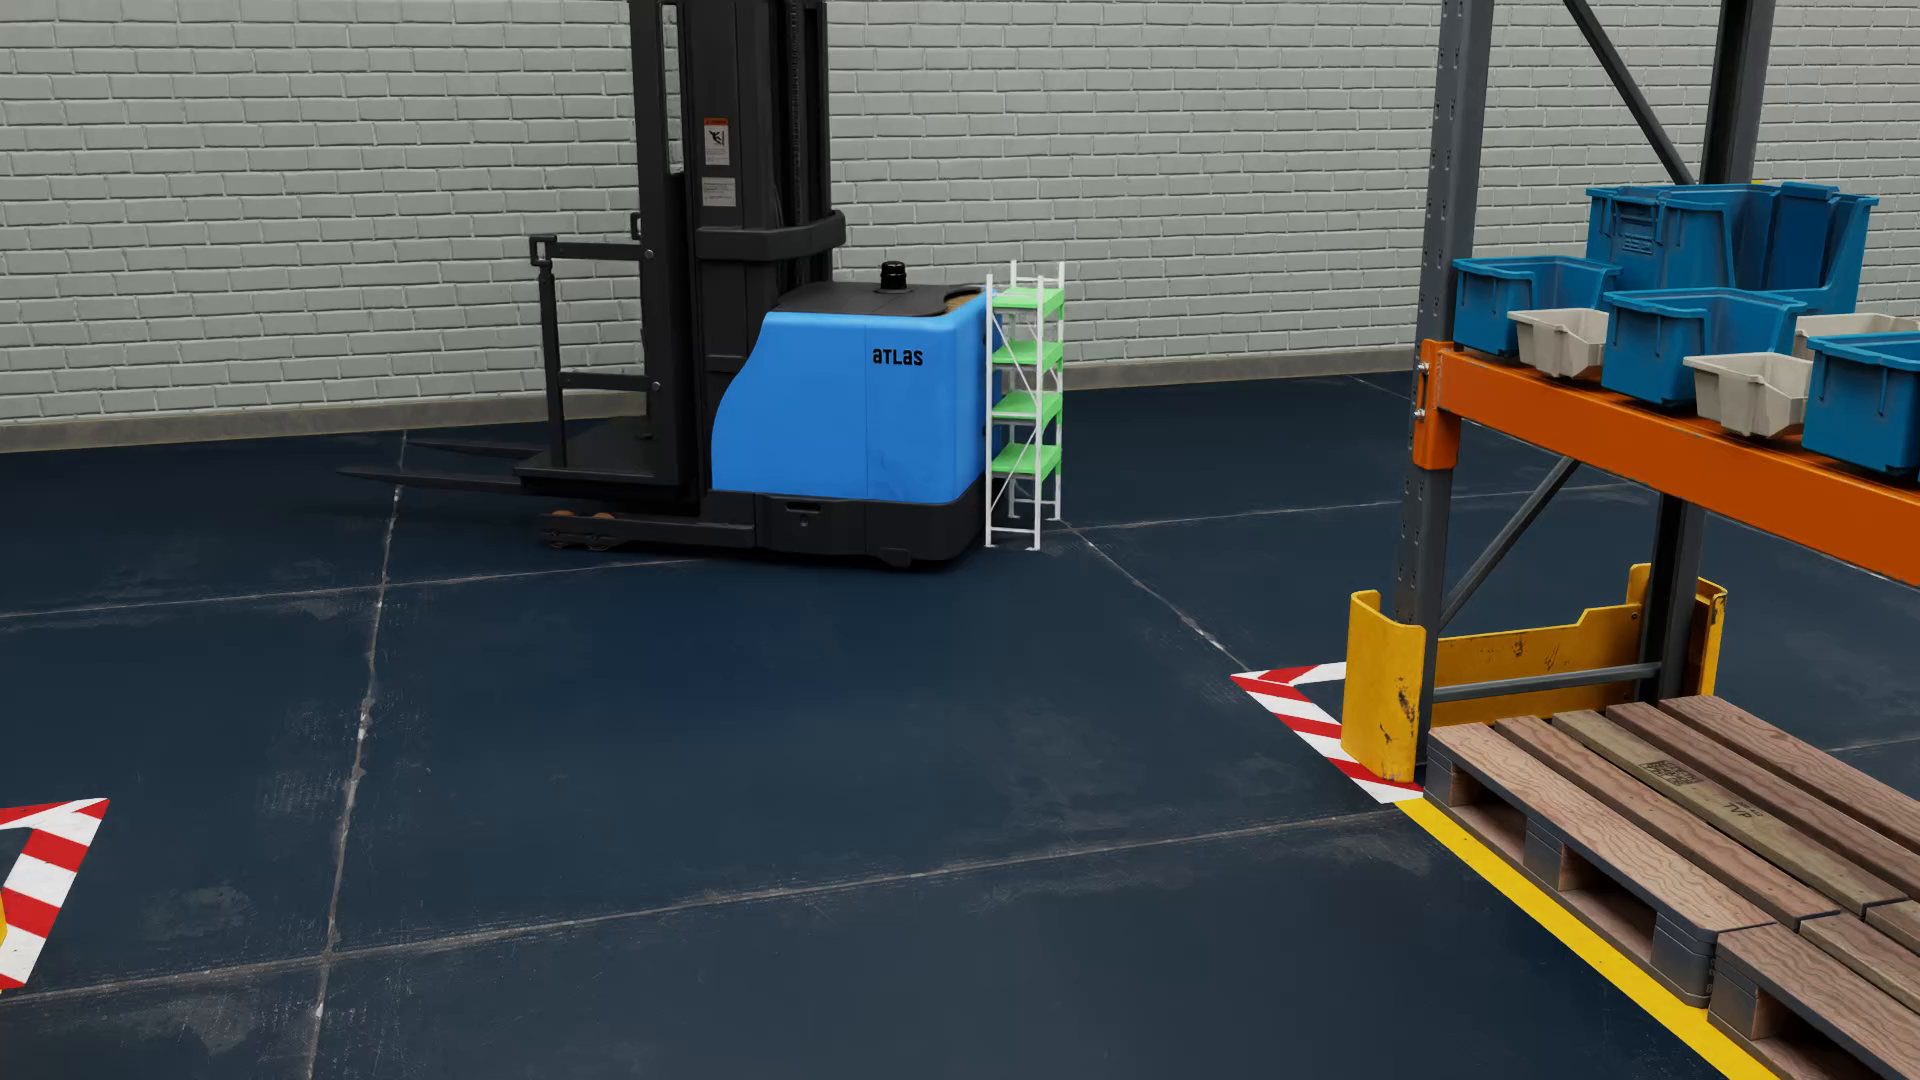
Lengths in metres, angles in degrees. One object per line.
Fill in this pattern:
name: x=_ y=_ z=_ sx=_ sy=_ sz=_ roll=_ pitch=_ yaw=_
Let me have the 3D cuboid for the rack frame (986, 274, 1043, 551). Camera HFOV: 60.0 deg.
rack frame: x=0.231 y=-0.538 z=7.157 sx=0.240 sy=1.200 sz=0.015 roll=4 pitch=17 yaw=13

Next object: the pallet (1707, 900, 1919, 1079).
pallet: x=2.341 y=1.117 z=3.367 sx=1.003 sy=0.211 sz=1.213 roll=-5 pitch=17 yaw=-15

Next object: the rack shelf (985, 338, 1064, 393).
rack shelf: x=0.289 y=-0.775 z=7.333 sx=0.258 sy=0.148 sz=0.480 roll=4 pitch=17 yaw=13

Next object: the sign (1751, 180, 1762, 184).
sign: x=2.344 y=-0.913 z=4.993 sx=0.100 sy=0.325 sz=0.005 roll=-5 pitch=17 yaw=-15

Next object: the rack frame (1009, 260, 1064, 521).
rack frame: x=0.347 y=-0.674 z=7.611 sx=0.240 sy=1.200 sz=0.015 roll=4 pitch=17 yaw=13

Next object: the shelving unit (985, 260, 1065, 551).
shelving unit: x=0.289 y=-0.606 z=7.384 sx=0.258 sy=1.200 sz=0.503 roll=4 pitch=17 yaw=13

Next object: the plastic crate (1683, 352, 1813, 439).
plastic crate: x=1.766 y=-0.312 z=3.630 sx=0.250 sy=0.136 sz=0.298 roll=-5 pitch=17 yaw=-15

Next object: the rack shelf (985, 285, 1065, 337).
rack shelf: x=0.289 y=-1.005 z=7.264 sx=0.258 sy=0.148 sz=0.480 roll=4 pitch=17 yaw=13

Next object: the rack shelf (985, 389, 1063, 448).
rack shelf: x=0.289 y=-0.545 z=7.402 sx=0.258 sy=0.148 sz=0.480 roll=4 pitch=17 yaw=13

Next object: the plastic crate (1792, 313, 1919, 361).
plastic crate: x=2.218 y=-0.478 z=4.183 sx=0.396 sy=0.136 sz=0.243 roll=-5 pitch=17 yaw=-15

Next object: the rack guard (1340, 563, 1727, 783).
rack guard: x=1.801 y=0.405 z=5.235 sx=1.175 sy=0.500 sz=0.348 roll=-5 pitch=17 yaw=-15

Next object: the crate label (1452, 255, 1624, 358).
crate label: x=1.571 y=-0.641 z=4.558 sx=0.416 sy=0.233 sz=0.303 roll=-5 pitch=17 yaw=-15

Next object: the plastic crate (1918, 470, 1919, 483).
plastic crate: x=2.015 y=-0.194 z=3.069 sx=0.416 sy=0.233 sz=0.300 roll=-5 pitch=17 yaw=-15

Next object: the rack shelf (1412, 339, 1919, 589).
rack shelf: x=2.369 y=0.111 z=3.119 sx=1.077 sy=0.370 sz=4.000 roll=-5 pitch=17 yaw=-15

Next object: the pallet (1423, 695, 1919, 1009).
pallet: x=2.009 y=0.780 z=4.488 sx=1.003 sy=0.211 sz=1.213 roll=-5 pitch=17 yaw=-15

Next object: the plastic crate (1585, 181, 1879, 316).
plastic crate: x=2.091 y=-0.754 z=4.584 sx=0.616 sy=0.435 sz=0.499 roll=-5 pitch=17 yaw=-15

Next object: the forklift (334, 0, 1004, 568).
forklift: x=-1.369 y=-1.496 z=7.337 sx=3.031 sy=2.935 sz=1.130 roll=4 pitch=17 yaw=14

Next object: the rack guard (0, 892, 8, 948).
rack guard: x=-2.923 y=0.822 z=3.846 sx=1.175 sy=0.500 sz=0.348 roll=-5 pitch=17 yaw=-15

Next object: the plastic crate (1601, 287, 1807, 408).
plastic crate: x=1.752 y=-0.459 z=3.952 sx=0.416 sy=0.233 sz=0.300 roll=-5 pitch=17 yaw=-15

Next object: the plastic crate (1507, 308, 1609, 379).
plastic crate: x=1.579 y=-0.499 z=4.255 sx=0.250 sy=0.136 sz=0.298 roll=-5 pitch=17 yaw=-15

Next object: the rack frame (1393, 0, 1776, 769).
rack frame: x=1.820 y=-0.787 z=4.857 sx=1.000 sy=3.000 sz=0.127 roll=-5 pitch=17 yaw=-15

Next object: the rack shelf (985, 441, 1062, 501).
rack shelf: x=0.289 y=-0.315 z=7.471 sx=0.258 sy=0.148 sz=0.480 roll=4 pitch=17 yaw=13

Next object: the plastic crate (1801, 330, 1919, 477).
plastic crate: x=1.933 y=-0.277 z=3.346 sx=0.416 sy=0.233 sz=0.300 roll=-5 pitch=17 yaw=-15
